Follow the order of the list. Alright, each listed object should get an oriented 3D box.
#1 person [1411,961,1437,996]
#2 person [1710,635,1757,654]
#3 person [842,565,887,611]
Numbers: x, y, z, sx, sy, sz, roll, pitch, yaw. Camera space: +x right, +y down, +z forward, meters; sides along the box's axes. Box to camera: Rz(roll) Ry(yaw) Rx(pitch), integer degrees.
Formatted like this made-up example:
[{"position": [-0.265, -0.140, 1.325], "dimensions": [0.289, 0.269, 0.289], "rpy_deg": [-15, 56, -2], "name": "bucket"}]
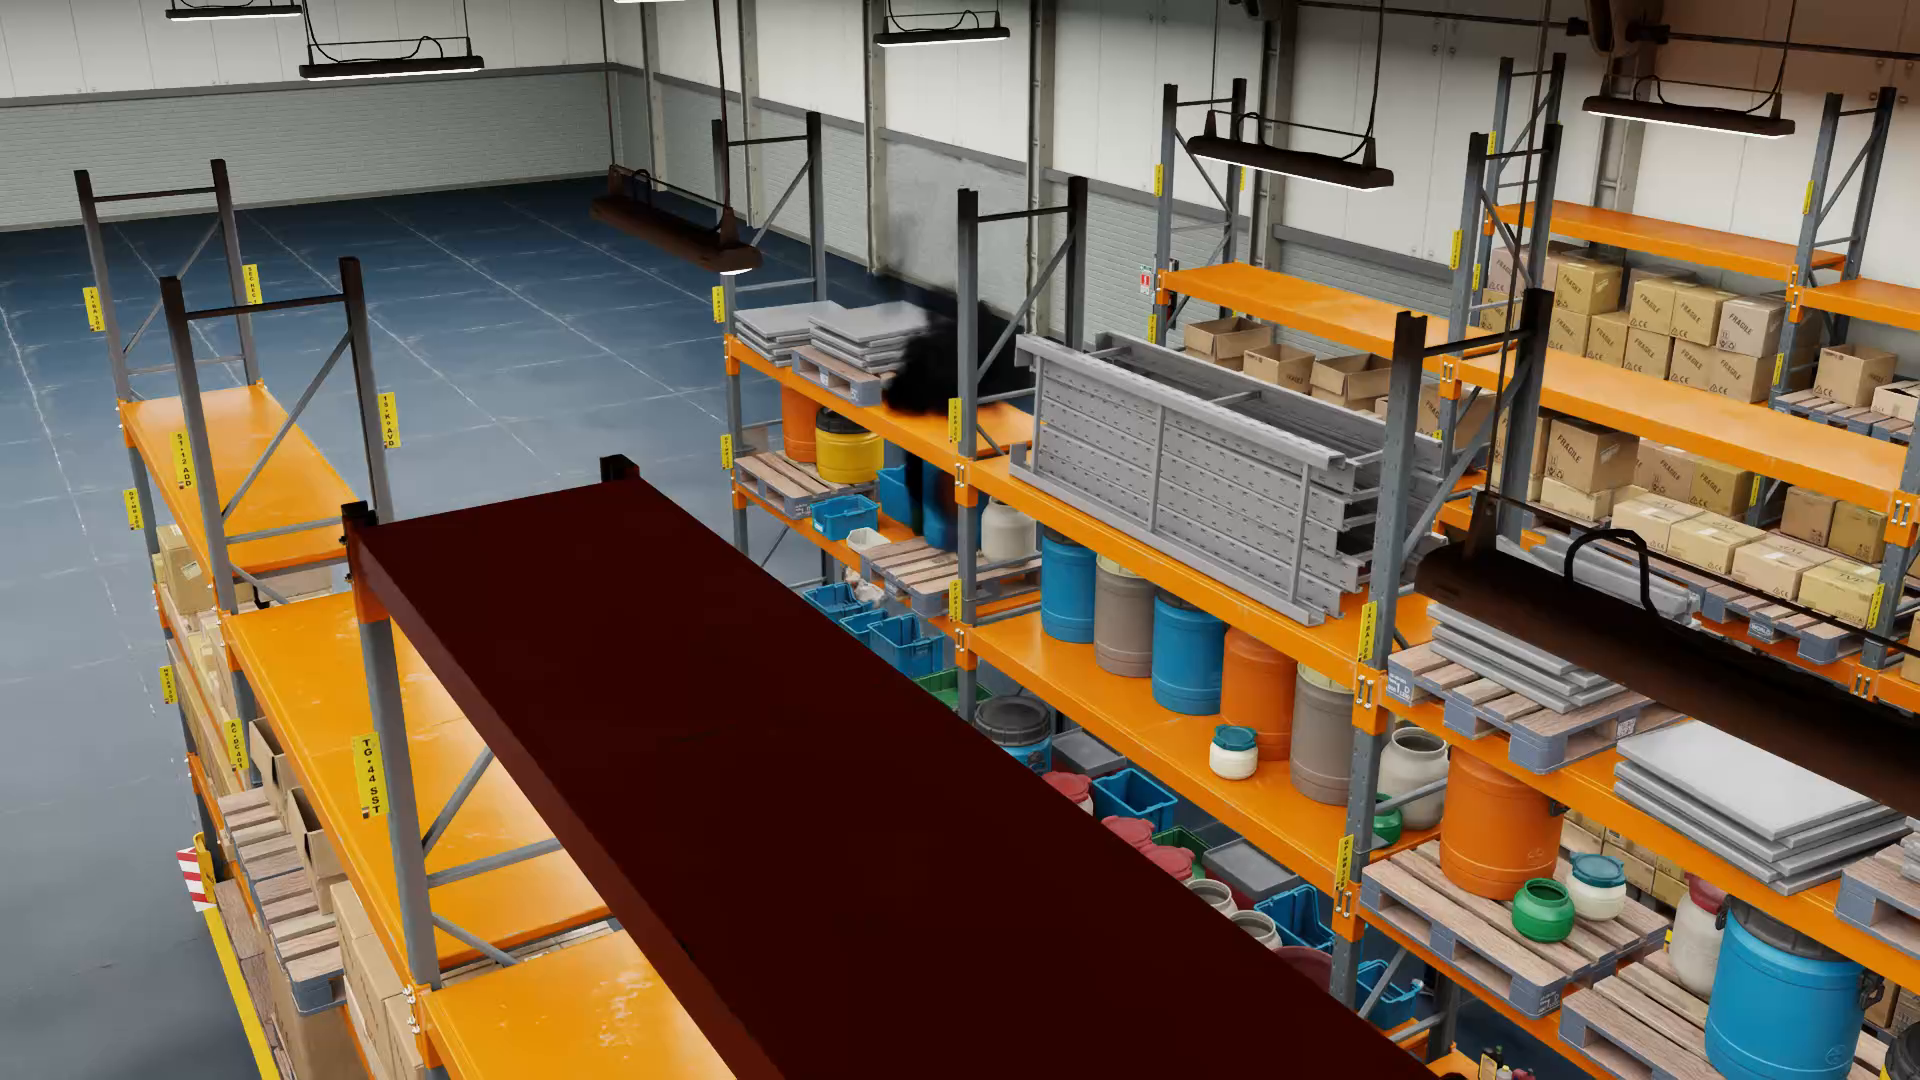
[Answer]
[{"position": [3.704, 2.804, 12.341], "dimensions": [0.536, 1.575, 0.664], "rpy_deg": [-19, 29, -40], "name": "person"}, {"position": [7.231, 1.391, 15.653], "dimensions": [0.635, 1.770, 0.756], "rpy_deg": [-16, 27, -35], "name": "person"}, {"position": [-0.950, 0.610, 17.364], "dimensions": [0.722, 1.654, 0.639], "rpy_deg": [11, 24, 25], "name": "person"}]
